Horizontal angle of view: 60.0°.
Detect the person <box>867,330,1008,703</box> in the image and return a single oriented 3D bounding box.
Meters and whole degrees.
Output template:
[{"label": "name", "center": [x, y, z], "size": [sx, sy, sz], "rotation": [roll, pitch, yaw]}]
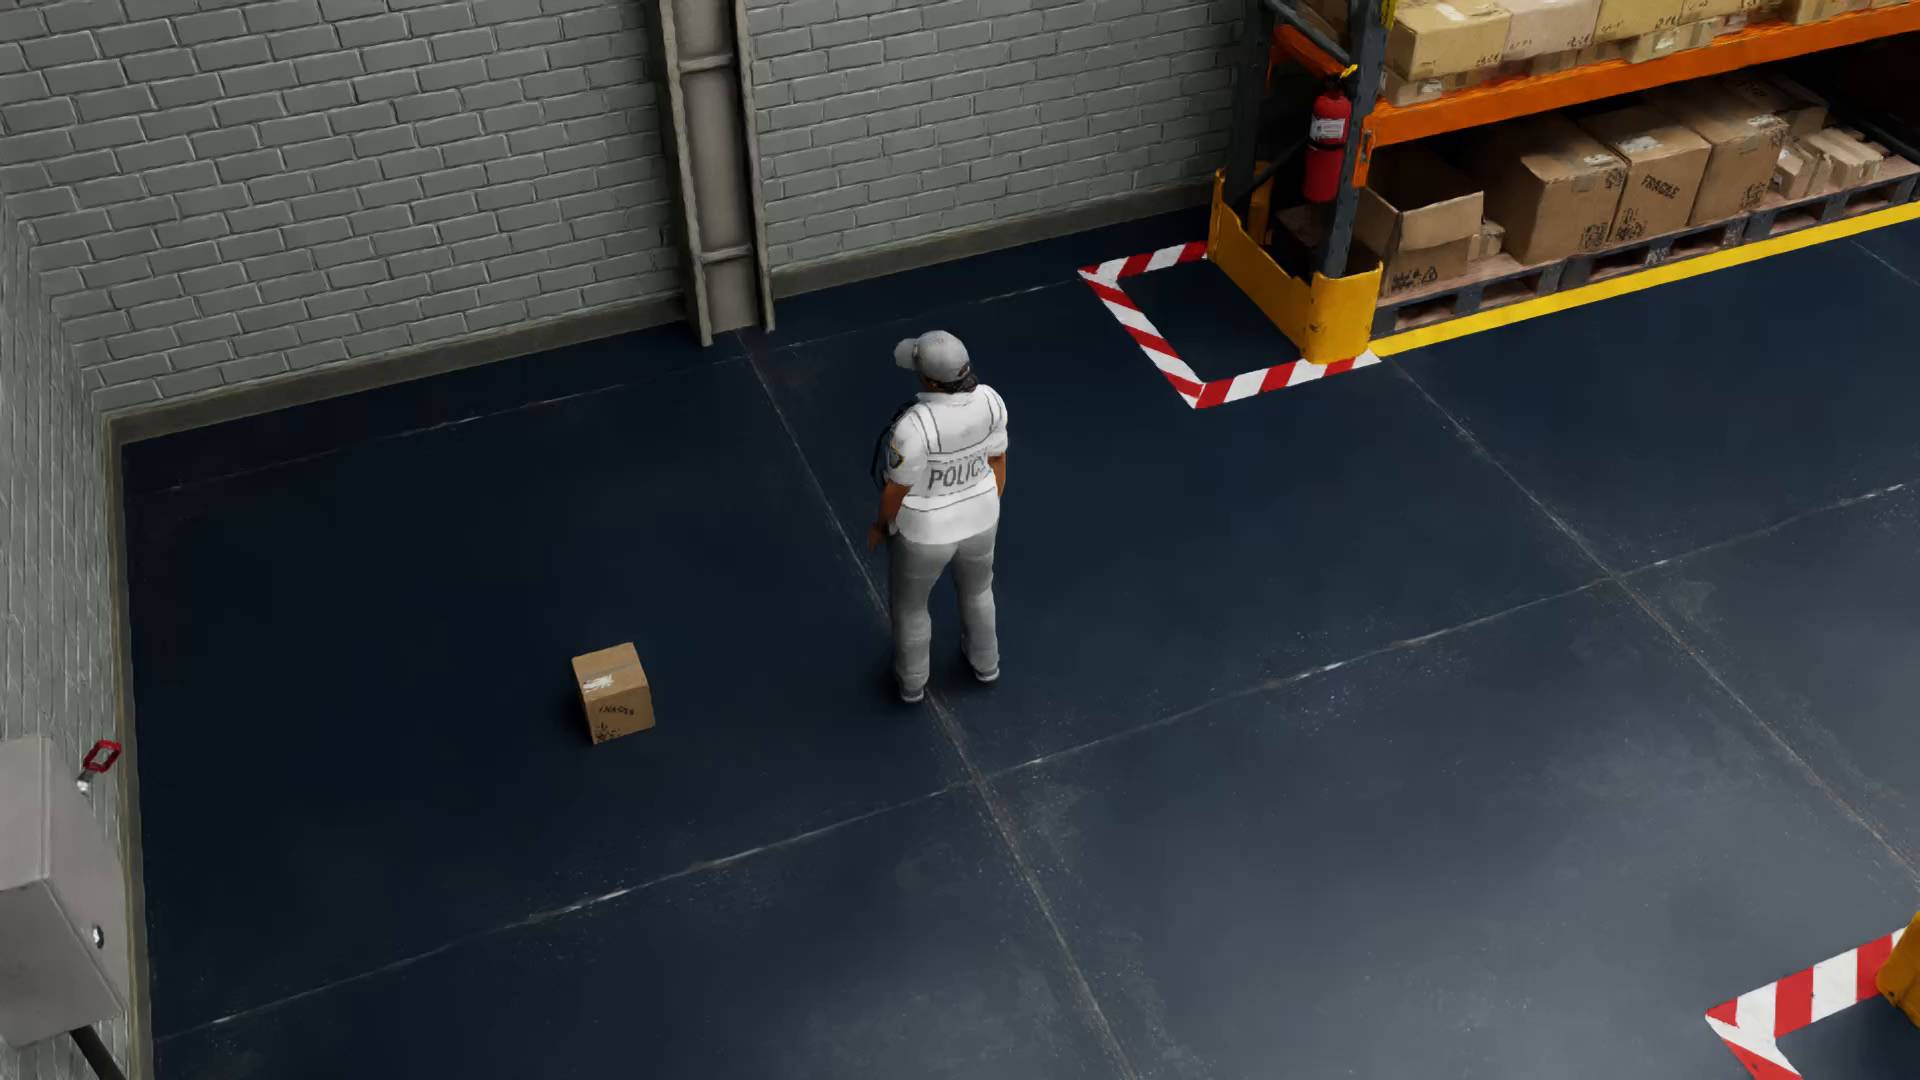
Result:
[{"label": "person", "center": [-0.065, -0.063, 6.199], "size": [0.529, 1.675, 0.393], "rotation": [-23, 47, -24]}]
